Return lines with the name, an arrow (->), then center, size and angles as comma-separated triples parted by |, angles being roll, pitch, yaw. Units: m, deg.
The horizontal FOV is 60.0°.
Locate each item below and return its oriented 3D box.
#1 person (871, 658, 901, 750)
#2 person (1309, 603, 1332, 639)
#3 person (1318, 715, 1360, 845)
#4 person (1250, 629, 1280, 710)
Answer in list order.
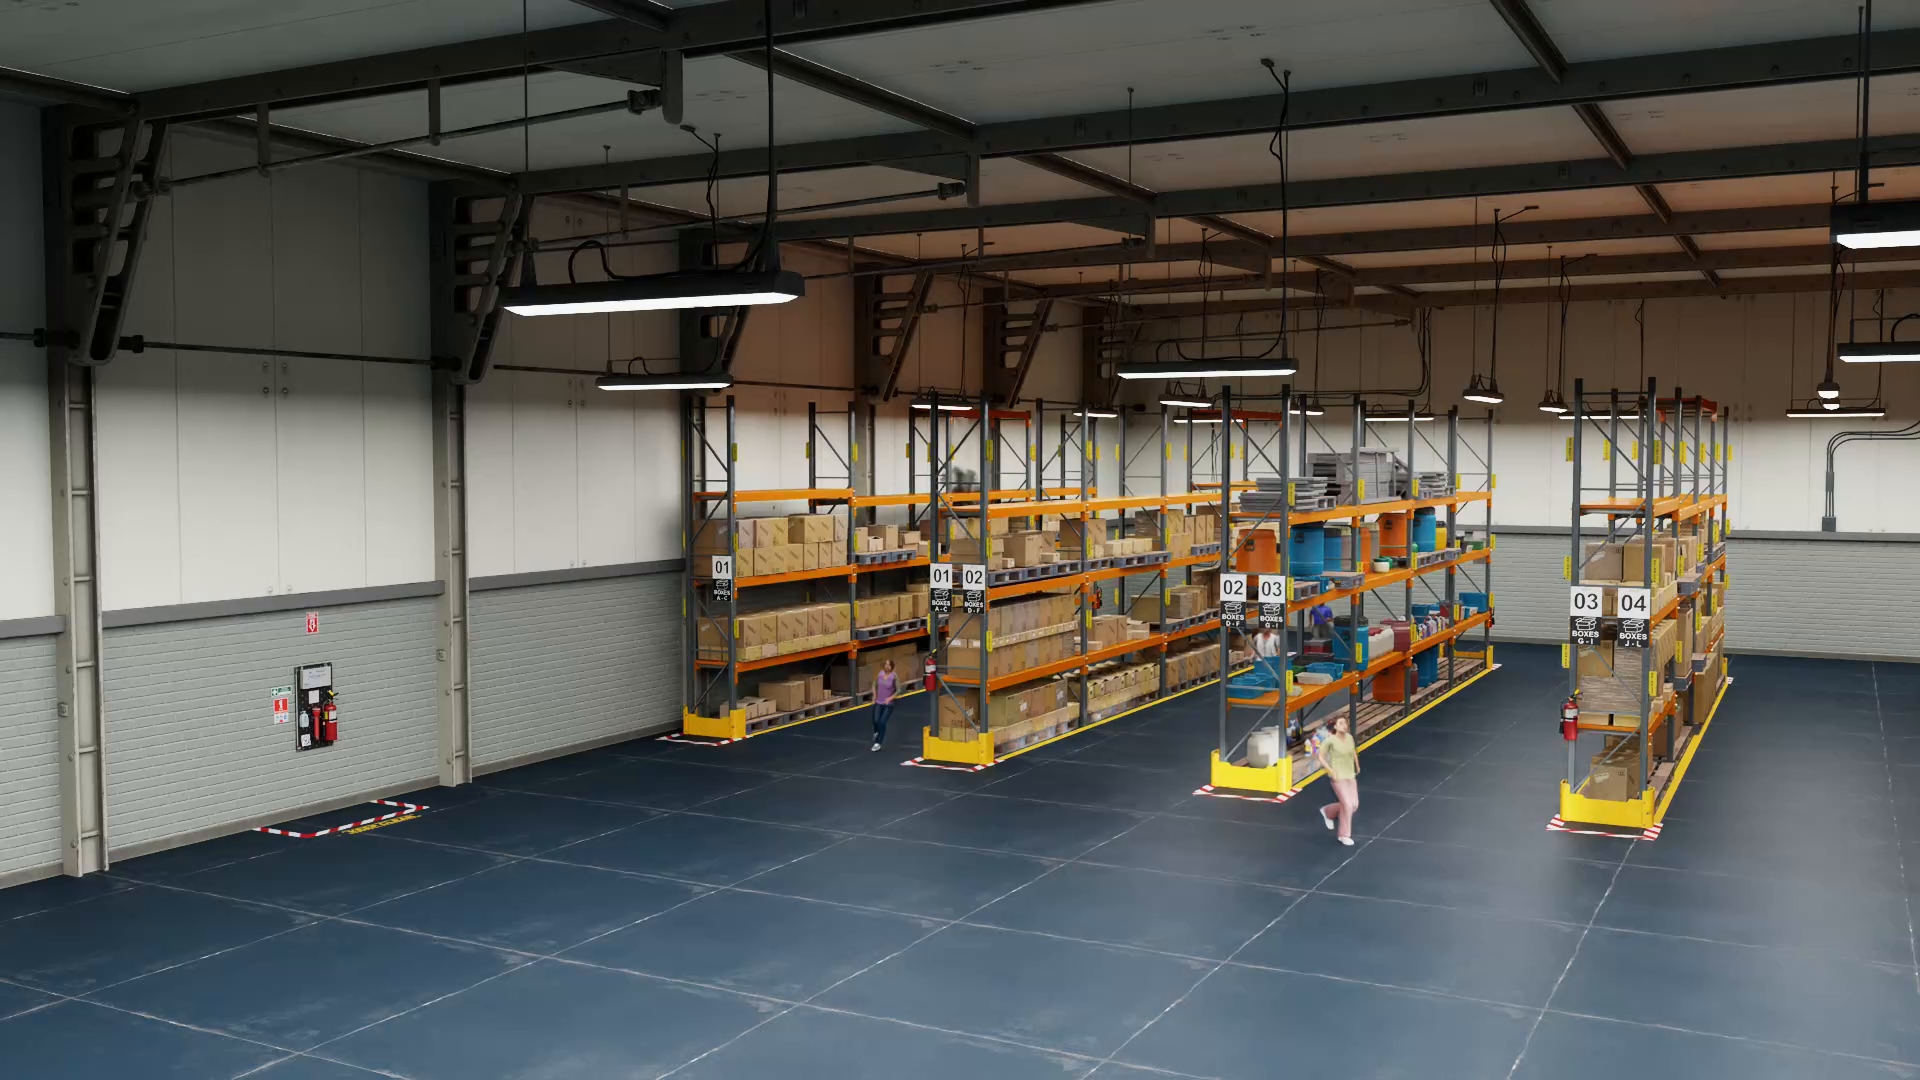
person -> -1.251, 2.768, 27.985 | 0.528, 1.557, 0.510 | 1, 3, 10
person -> 8.400, 2.134, 38.759 | 0.551, 1.715, 0.774 | 1, 3, 15
person -> 4.882, 3.063, 21.440 | 0.576, 1.646, 0.627 | -1, 3, -26
person -> 5.959, 2.424, 32.398 | 0.663, 1.748, 0.780 | 1, 3, 19
